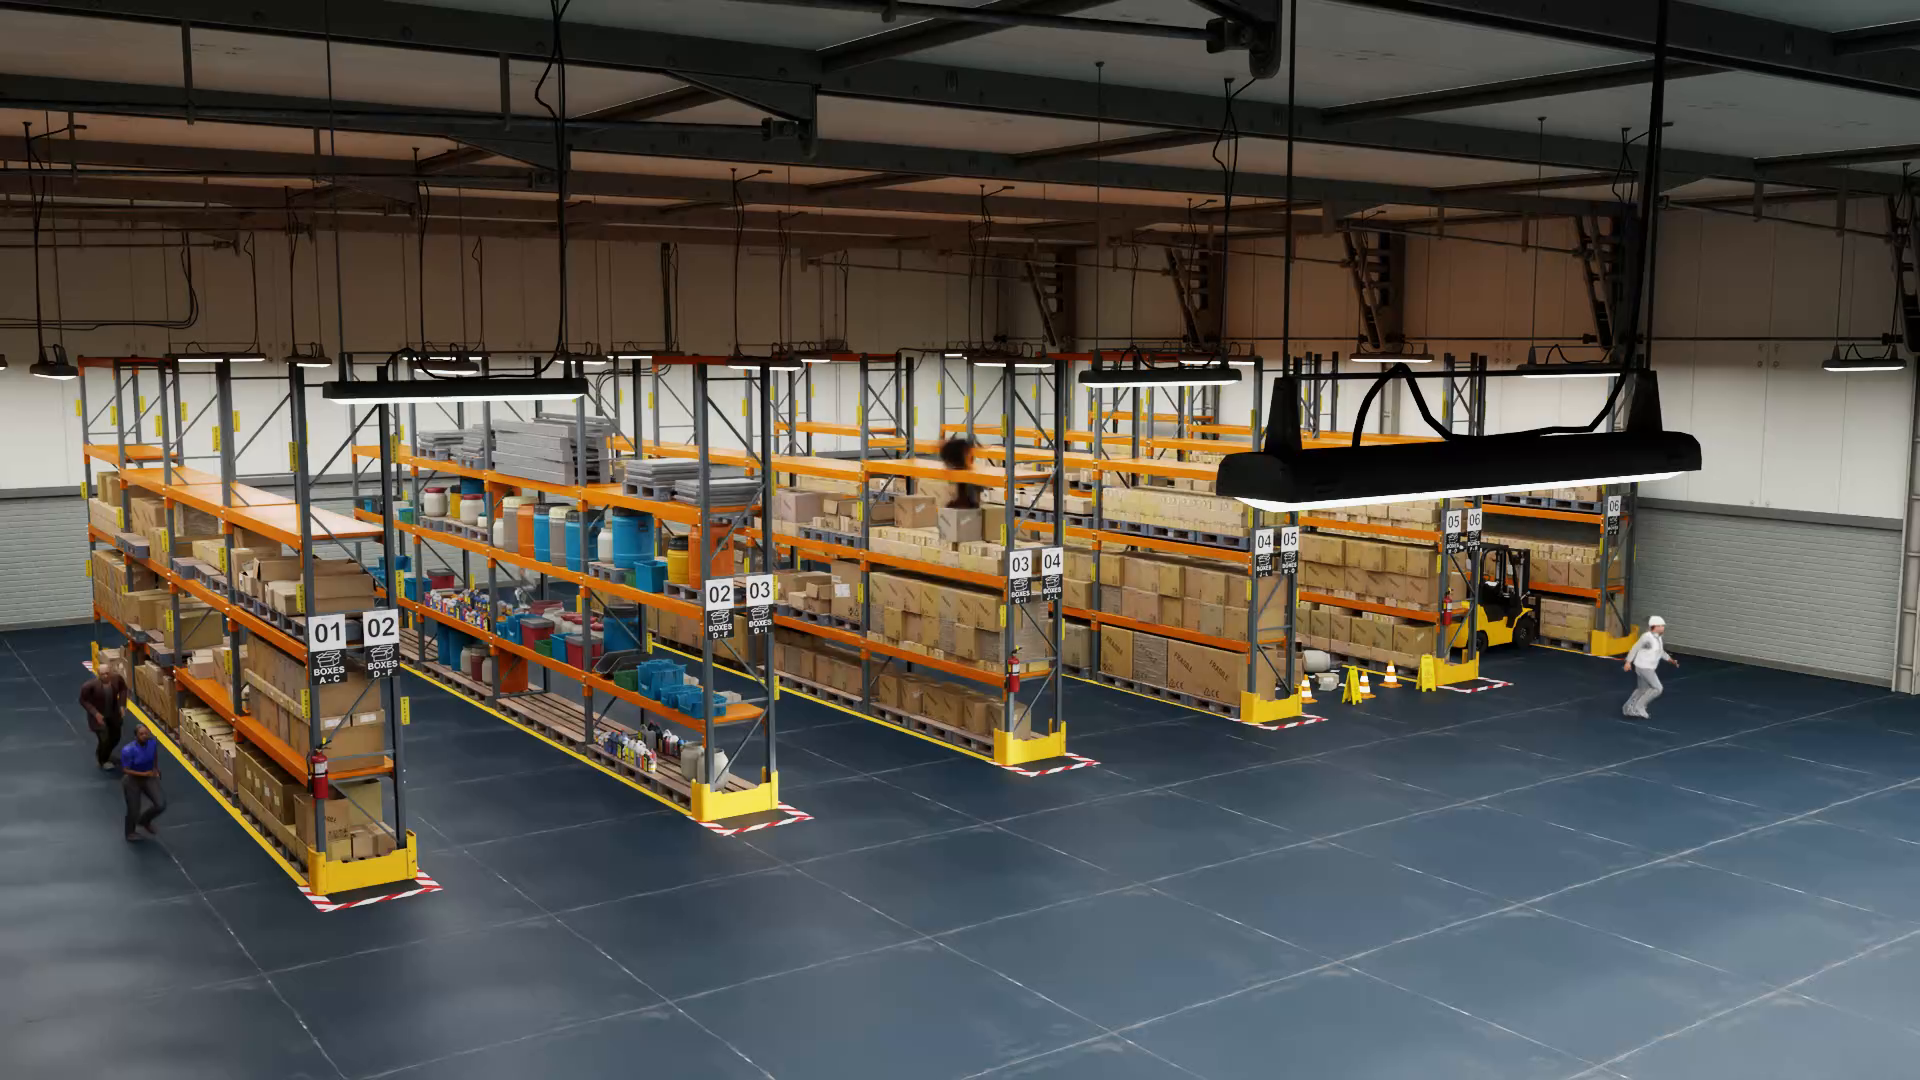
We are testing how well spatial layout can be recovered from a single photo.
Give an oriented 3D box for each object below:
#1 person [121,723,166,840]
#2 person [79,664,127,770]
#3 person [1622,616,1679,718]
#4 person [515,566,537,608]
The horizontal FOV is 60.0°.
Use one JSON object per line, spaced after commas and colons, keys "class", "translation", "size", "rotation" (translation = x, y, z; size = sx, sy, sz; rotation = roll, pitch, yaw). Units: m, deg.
{"class": "person", "translation": [-10.252, 3.036, 20.875], "size": [0.825, 1.547, 0.586], "rotation": [5, 8, 35]}
{"class": "person", "translation": [-12.609, 2.564, 24.453], "size": [0.907, 1.624, 0.718], "rotation": [5, 9, 36]}
{"class": "person", "translation": [11.499, 2.111, 27.668], "size": [0.827, 1.720, 0.617], "rotation": [5, 8, 33]}
{"class": "person", "translation": [-10.158, 0.843, 39.175], "size": [0.657, 1.529, 0.516], "rotation": [-3, 7, -22]}
